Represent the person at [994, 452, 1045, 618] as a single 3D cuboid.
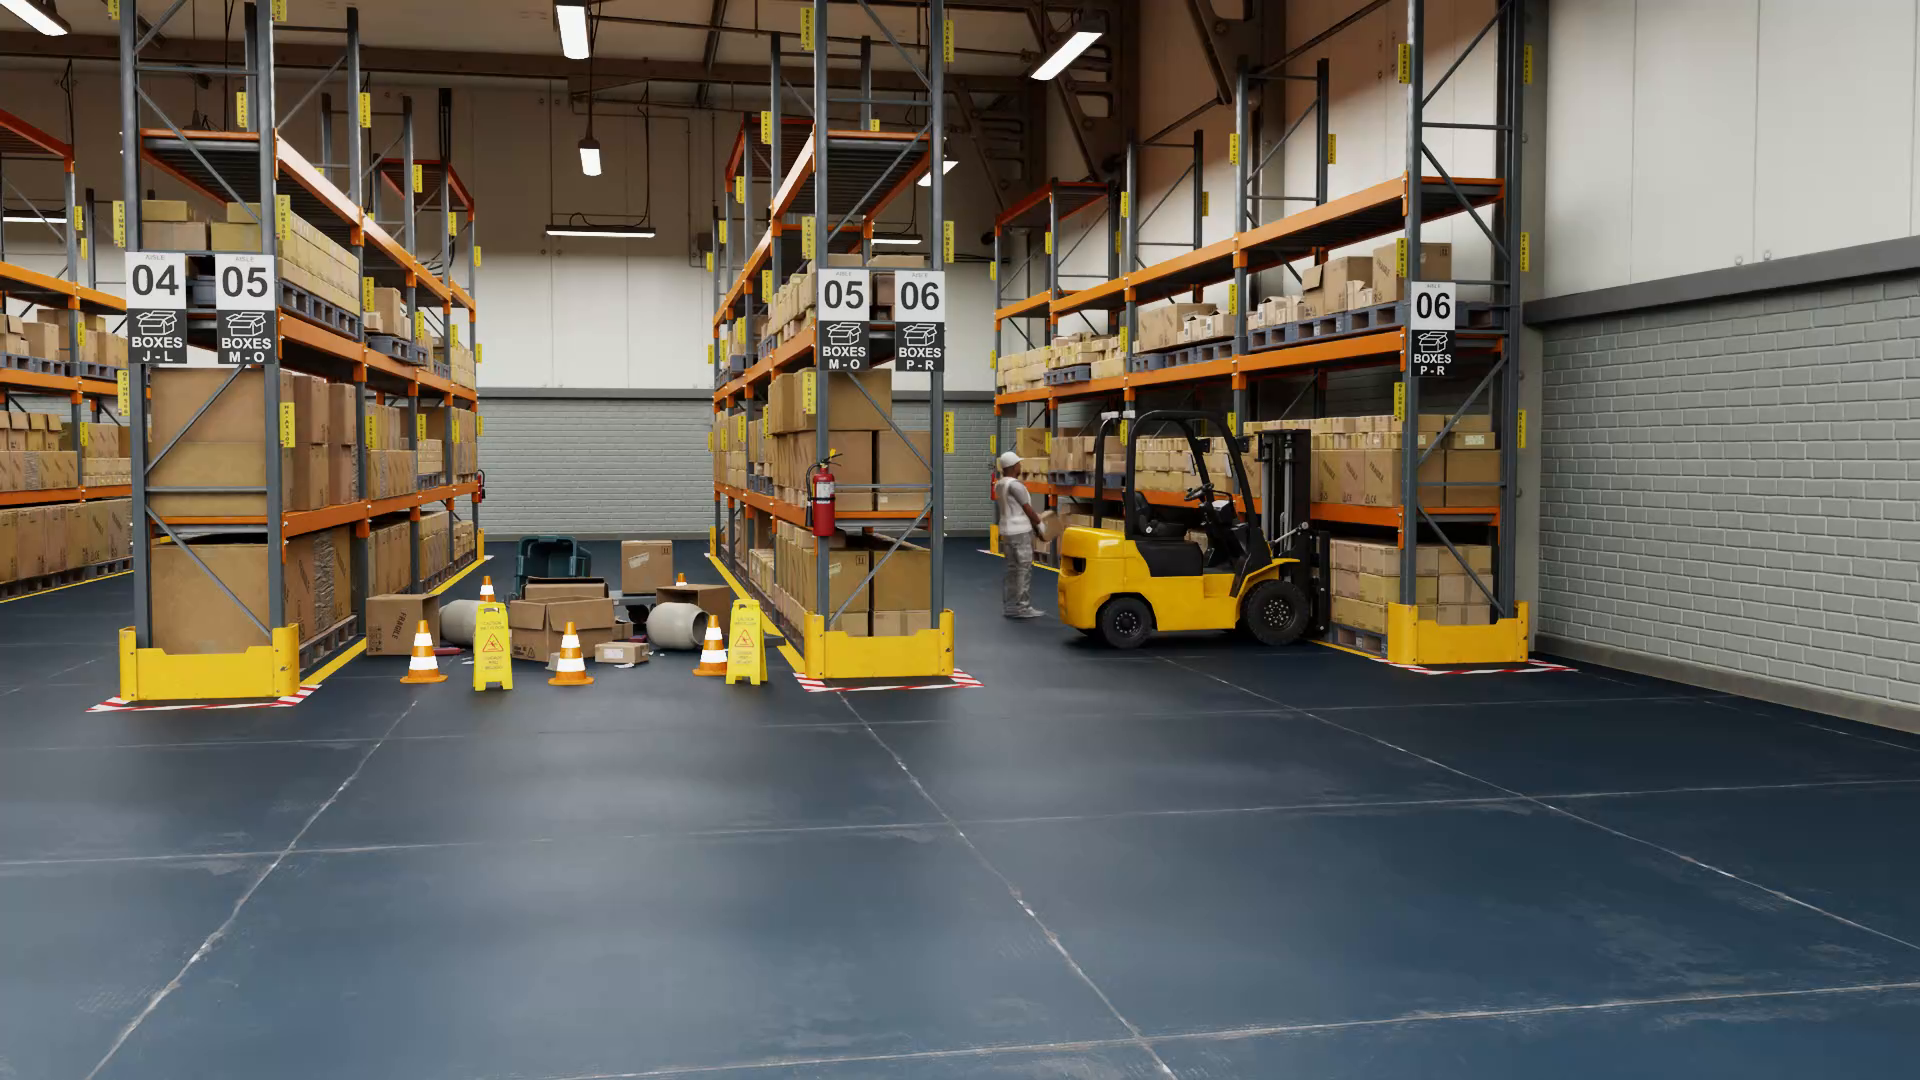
[{"bbox_3d":[0.681,-0.063,18.041,0.557,1.788,0.532,-1,3,-20],"label":"person"}]
